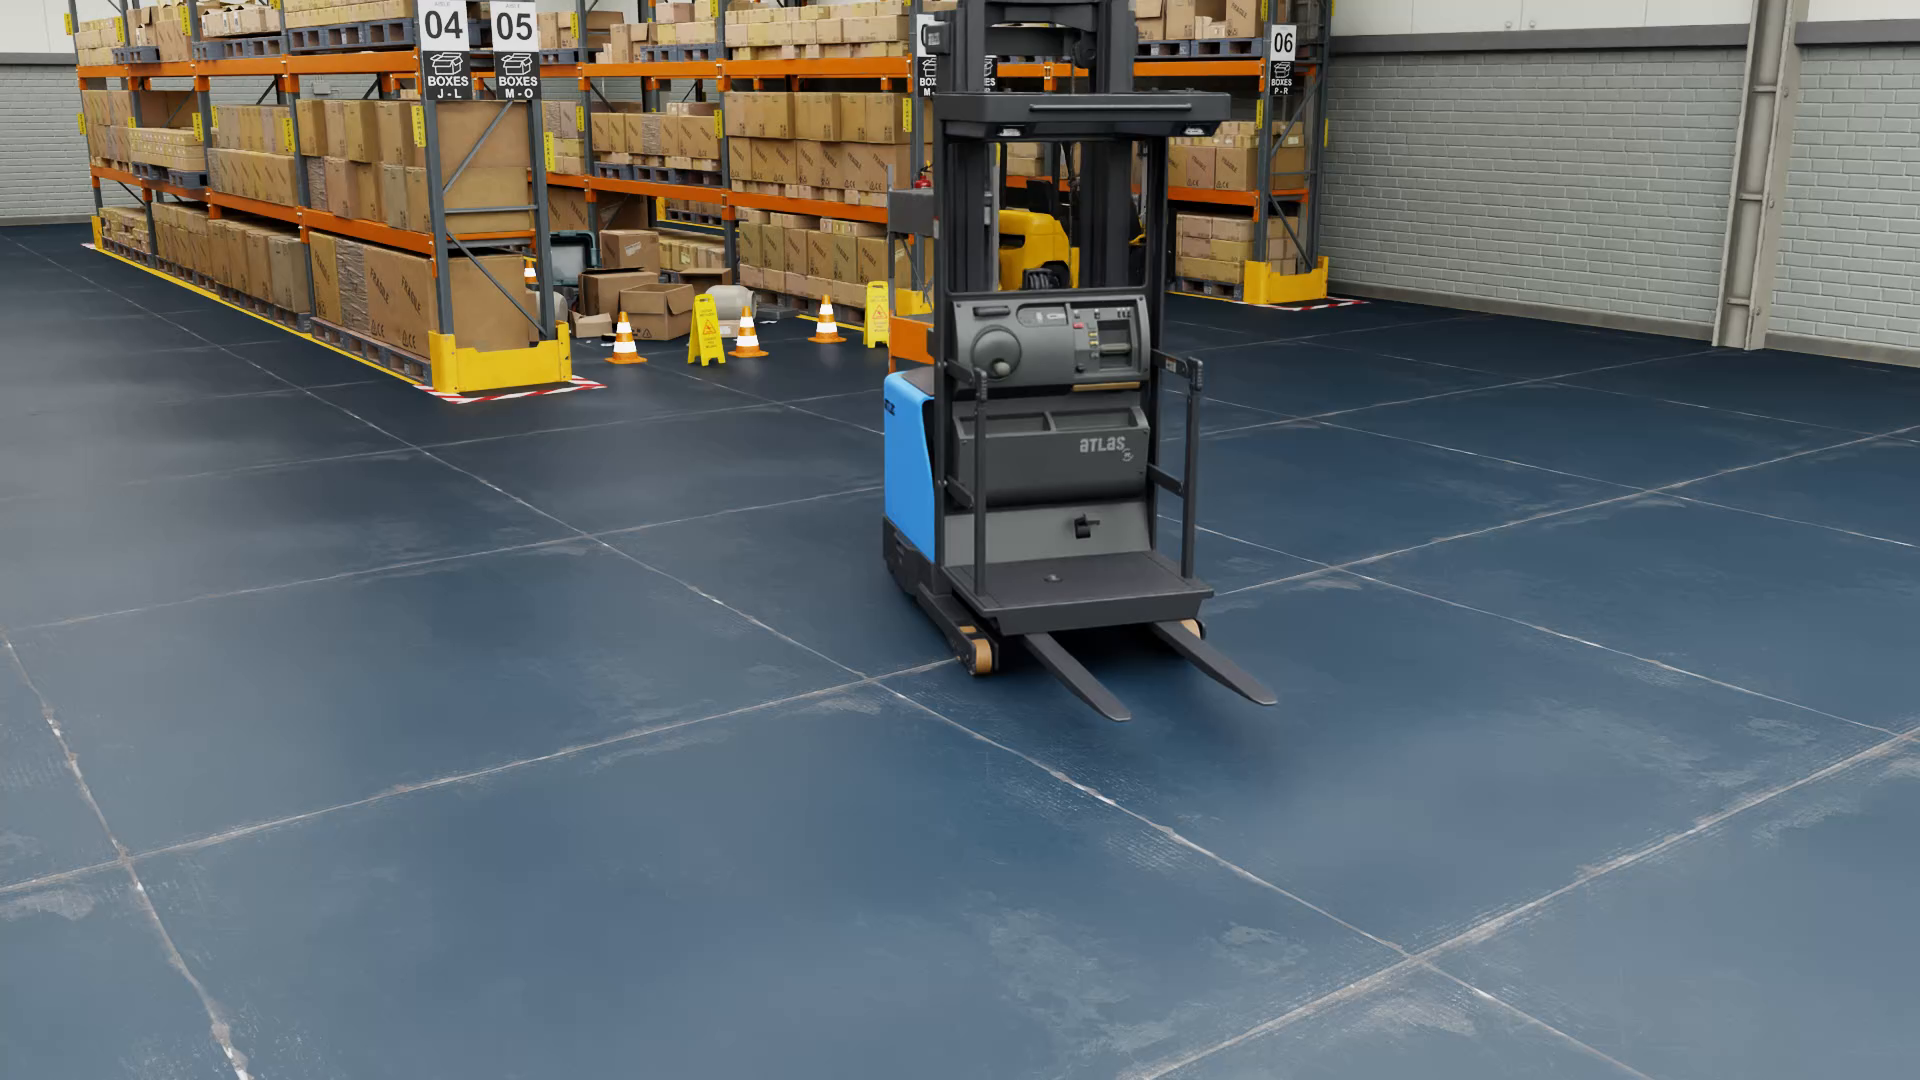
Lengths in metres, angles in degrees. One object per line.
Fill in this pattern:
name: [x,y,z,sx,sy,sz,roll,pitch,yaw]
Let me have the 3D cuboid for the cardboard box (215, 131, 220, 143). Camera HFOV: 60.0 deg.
cardboard box: [-9.445,-5.246,21.613,0.380,0.149,0.250,-10,18,-32]

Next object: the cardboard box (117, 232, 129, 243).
cardboard box: [-12.631,-4.625,25.399,0.380,0.149,0.250,-12,19,-37]

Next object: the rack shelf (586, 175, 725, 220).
rack shelf: [-3.593,-4.540,21.845,1.077,0.370,4.000,-11,19,-35]

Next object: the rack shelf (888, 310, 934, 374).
rack shelf: [-0.097,-1.035,9.432,0.431,0.518,0.480,-11,19,-35]

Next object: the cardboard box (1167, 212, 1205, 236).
cardboard box: [2.815,-4.000,21.028,0.500,0.250,0.500,-11,19,-34]

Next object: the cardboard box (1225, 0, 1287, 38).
cardboard box: [3.491,-6.180,19.616,0.500,0.500,0.500,-10,18,-33]

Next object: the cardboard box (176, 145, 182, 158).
cardboard box: [-9.530,-4.841,20.697,0.380,0.149,0.250,-10,18,-32]

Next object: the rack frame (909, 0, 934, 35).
rack frame: [-0.065,-6.500,16.277,1.000,3.000,0.127,-11,19,-35]

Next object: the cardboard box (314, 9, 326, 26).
cardboard box: [-5.822,-4.899,15.603,0.380,0.149,0.250,-11,19,-35]

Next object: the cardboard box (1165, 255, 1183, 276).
cardboard box: [2.845,-3.521,21.171,0.500,0.250,0.500,-11,19,-34]

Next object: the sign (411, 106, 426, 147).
sign: [-4.456,-3.408,13.702,0.100,0.325,0.005,-11,19,-35]

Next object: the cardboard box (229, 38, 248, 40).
cardboard box: [-8.834,-6.183,20.612,0.500,0.500,0.500,-11,19,-35]

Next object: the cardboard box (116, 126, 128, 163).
cardboard box: [-11.882,-5.741,24.116,0.500,0.500,0.500,-11,19,-36]

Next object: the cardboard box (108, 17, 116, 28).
cardboard box: [-11.812,-7.311,23.507,0.380,0.149,0.250,-11,19,-35]

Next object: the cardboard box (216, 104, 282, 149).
cardboard box: [-8.457,-4.957,19.923,0.700,0.500,0.500,-11,19,-35]

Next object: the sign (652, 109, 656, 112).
sign: [-4.335,-5.921,23.483,0.100,0.325,0.005,-11,19,-35]

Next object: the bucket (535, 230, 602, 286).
bucket: [-4.416,-3.153,18.737,0.726,0.611,0.620,-4,6,-15]

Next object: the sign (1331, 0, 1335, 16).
sign: [4.400,-6.369,19.675,0.100,0.325,0.005,-11,19,-35]

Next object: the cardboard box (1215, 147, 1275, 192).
cardboard box: [3.446,-4.490,20.109,0.500,0.500,0.500,-11,19,-36]

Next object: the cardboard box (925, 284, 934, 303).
cardboard box: [-0.315,-2.697,18.163,0.500,0.250,0.500,-11,19,-35]

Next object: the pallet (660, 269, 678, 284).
pallet: [-3.597,-3.542,22.117,1.003,0.211,1.213,-11,19,-35]

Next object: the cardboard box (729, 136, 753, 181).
cardboard box: [-2.383,-4.515,19.636,0.500,0.500,0.500,-11,19,-35]

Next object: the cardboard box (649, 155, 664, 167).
cardboard box: [-3.817,-4.945,21.641,0.380,0.149,0.250,-10,18,-33]

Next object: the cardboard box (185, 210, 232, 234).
cardboard box: [-9.633,-4.094,21.373,0.500,0.250,0.500,-11,19,-34]

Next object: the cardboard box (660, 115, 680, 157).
cardboard box: [-3.465,-5.134,21.104,0.500,0.500,0.500,-10,18,-33]

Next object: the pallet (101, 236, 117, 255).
pallet: [-12.923,-4.692,26.321,1.003,0.211,1.213,-11,19,-35]

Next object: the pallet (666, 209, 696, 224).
pallet: [-4.945,-6.262,32.057,1.003,0.211,1.213,-11,19,-35]

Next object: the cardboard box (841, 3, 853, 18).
cardboard box: [-1.033,-5.571,17.531,0.380,0.149,0.250,-11,19,-35]

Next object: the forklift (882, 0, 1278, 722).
forklift: [0.486,-0.927,7.412,1.130,2.935,3.031,-4,16,-16]

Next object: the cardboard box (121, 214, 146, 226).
cardboard box: [-12.311,-4.796,24.893,0.380,0.149,0.250,-12,19,-36]

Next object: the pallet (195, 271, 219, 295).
pallet: [-9.171,-3.346,21.403,1.003,0.211,1.213,-11,19,-35]

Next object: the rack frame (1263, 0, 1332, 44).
rack frame: [3.948,-7.271,19.095,1.000,3.000,0.127,-11,19,-35]

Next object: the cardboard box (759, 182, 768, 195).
cardboard box: [-2.120,-4.124,19.438,0.380,0.149,0.250,-11,19,-35]

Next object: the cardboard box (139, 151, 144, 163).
cardboard box: [-10.894,-5.192,22.545,0.380,0.149,0.250,-11,19,-34]

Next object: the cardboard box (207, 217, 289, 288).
cardboard box: [-8.428,-3.498,20.140,1.050,0.750,0.750,-11,19,-35]

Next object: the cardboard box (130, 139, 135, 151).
cardboard box: [-11.206,-5.448,22.915,0.380,0.149,0.250,-11,18,-34]

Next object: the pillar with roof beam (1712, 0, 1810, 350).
pillar with roof beam: [4.313,-5.610,13.027,9.100,9.000,0.400,-11,19,-35]

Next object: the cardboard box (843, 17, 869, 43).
cardboard box: [-0.868,-5.301,17.301,0.500,0.250,0.500,-11,19,-35]

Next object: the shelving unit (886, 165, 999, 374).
shelving unit: [-0.097,-1.048,9.428,0.431,2.100,0.503,-11,19,-35]

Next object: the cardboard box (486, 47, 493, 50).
cardboard box: [-6.837,-7.633,25.115,0.500,0.500,0.500,-11,19,-36]

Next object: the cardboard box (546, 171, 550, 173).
cardboard box: [-5.872,-5.526,24.369,0.500,0.250,0.500,-11,19,-35]

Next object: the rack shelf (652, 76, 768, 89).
rack shelf: [-4.284,-8.467,30.509,1.077,0.370,4.000,-11,19,-35]

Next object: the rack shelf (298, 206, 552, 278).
rack shelf: [-5.185,-2.896,15.838,1.077,0.370,4.000,-11,19,-35]

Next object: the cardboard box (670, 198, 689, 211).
cardboard box: [-5.177,-6.647,32.113,0.797,0.503,0.637,-12,19,-37]

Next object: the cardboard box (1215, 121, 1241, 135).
cardboard box: [3.221,-5.025,20.272,0.380,0.149,0.250,-10,18,-33]

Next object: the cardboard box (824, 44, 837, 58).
cardboard box: [-1.231,-5.242,17.841,0.380,0.149,0.250,-11,19,-36]

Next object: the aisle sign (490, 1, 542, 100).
aisle sign: [-3.725,-4.101,13.955,0.394,0.787,0.004,-11,19,-35]

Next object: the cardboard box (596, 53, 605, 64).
cardboard box: [-4.721,-6.546,22.606,0.380,0.149,0.250,-11,19,-35]

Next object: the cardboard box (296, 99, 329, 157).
cardboard box: [-6.172,-4.179,16.834,0.875,0.550,0.550,-11,19,-35]

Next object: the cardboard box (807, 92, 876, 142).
cardboard box: [-1.216,-4.557,17.898,0.700,0.500,0.500,-11,19,-35]

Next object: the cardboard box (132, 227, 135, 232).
cardboard box: [-12.082,-4.598,24.734,0.380,0.149,0.250,-10,18,-33]

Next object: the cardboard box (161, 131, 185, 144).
cardboard box: [-9.969,-5.145,21.245,0.380,0.149,0.250,-11,19,-35]

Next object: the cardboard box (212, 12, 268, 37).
cardboard box: [-8.171,-5.854,18.899,0.500,0.250,0.500,-10,18,-33]

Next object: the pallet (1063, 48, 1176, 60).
pallet: [2.119,-6.457,21.973,1.003,0.211,1.213,-11,19,-35]

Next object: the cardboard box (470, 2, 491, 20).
cardboard box: [-3.952,-4.515,14.201,0.380,0.149,0.250,-11,19,-34]

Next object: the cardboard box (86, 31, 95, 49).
cardboard box: [-12.774,-7.493,24.926,0.500,0.250,0.500,-11,19,-34]

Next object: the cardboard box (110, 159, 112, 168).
cardboard box: [-12.791,-5.782,25.495,0.380,0.149,0.250,-11,19,-35]

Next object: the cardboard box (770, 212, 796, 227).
cardboard box: [-1.960,-3.698,19.168,0.380,0.149,0.250,-10,18,-32]
